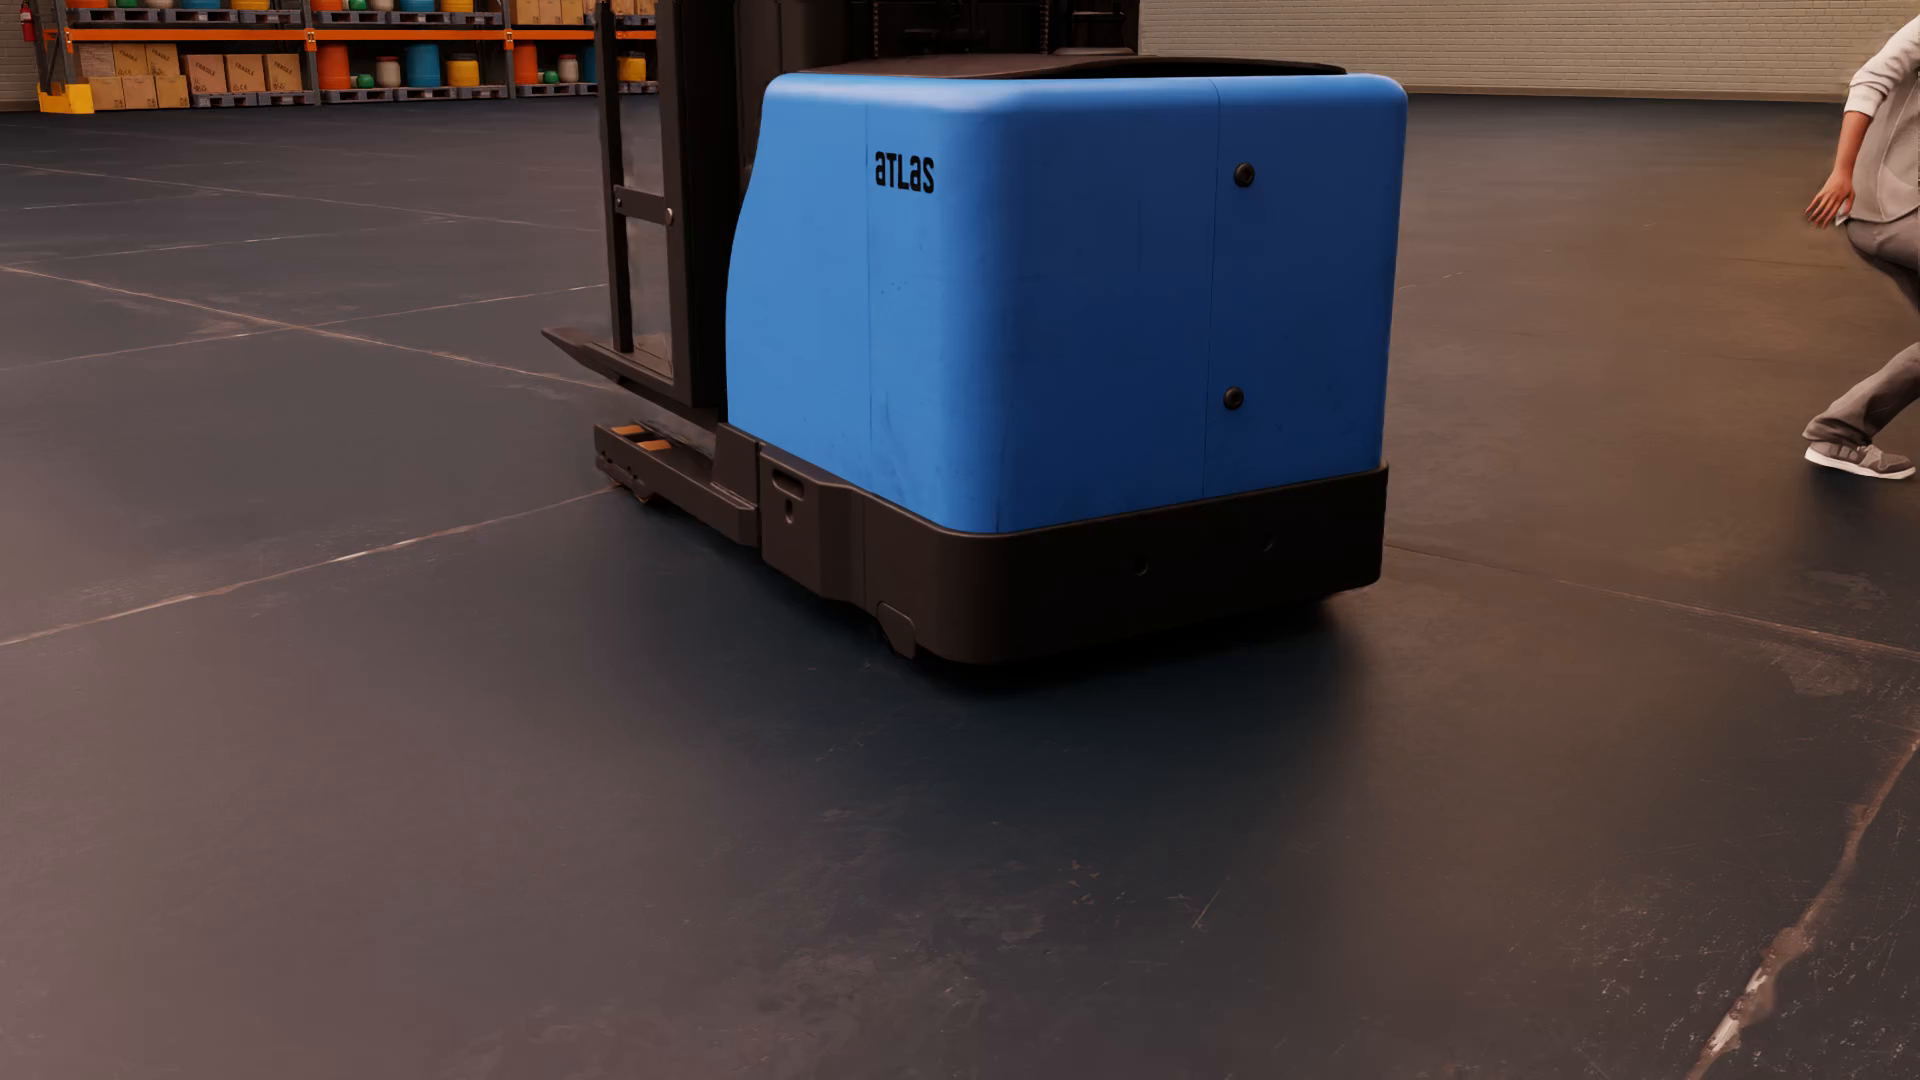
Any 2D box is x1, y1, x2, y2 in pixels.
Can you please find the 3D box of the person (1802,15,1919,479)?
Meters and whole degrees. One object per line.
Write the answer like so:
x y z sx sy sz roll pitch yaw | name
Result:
2.553 -0.799 4.154 0.699 1.434 0.634 14 22 38 | person

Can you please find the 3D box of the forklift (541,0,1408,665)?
-0.312 -1.555 4.018 1.130 2.935 3.031 -10 19 -29 | forklift
